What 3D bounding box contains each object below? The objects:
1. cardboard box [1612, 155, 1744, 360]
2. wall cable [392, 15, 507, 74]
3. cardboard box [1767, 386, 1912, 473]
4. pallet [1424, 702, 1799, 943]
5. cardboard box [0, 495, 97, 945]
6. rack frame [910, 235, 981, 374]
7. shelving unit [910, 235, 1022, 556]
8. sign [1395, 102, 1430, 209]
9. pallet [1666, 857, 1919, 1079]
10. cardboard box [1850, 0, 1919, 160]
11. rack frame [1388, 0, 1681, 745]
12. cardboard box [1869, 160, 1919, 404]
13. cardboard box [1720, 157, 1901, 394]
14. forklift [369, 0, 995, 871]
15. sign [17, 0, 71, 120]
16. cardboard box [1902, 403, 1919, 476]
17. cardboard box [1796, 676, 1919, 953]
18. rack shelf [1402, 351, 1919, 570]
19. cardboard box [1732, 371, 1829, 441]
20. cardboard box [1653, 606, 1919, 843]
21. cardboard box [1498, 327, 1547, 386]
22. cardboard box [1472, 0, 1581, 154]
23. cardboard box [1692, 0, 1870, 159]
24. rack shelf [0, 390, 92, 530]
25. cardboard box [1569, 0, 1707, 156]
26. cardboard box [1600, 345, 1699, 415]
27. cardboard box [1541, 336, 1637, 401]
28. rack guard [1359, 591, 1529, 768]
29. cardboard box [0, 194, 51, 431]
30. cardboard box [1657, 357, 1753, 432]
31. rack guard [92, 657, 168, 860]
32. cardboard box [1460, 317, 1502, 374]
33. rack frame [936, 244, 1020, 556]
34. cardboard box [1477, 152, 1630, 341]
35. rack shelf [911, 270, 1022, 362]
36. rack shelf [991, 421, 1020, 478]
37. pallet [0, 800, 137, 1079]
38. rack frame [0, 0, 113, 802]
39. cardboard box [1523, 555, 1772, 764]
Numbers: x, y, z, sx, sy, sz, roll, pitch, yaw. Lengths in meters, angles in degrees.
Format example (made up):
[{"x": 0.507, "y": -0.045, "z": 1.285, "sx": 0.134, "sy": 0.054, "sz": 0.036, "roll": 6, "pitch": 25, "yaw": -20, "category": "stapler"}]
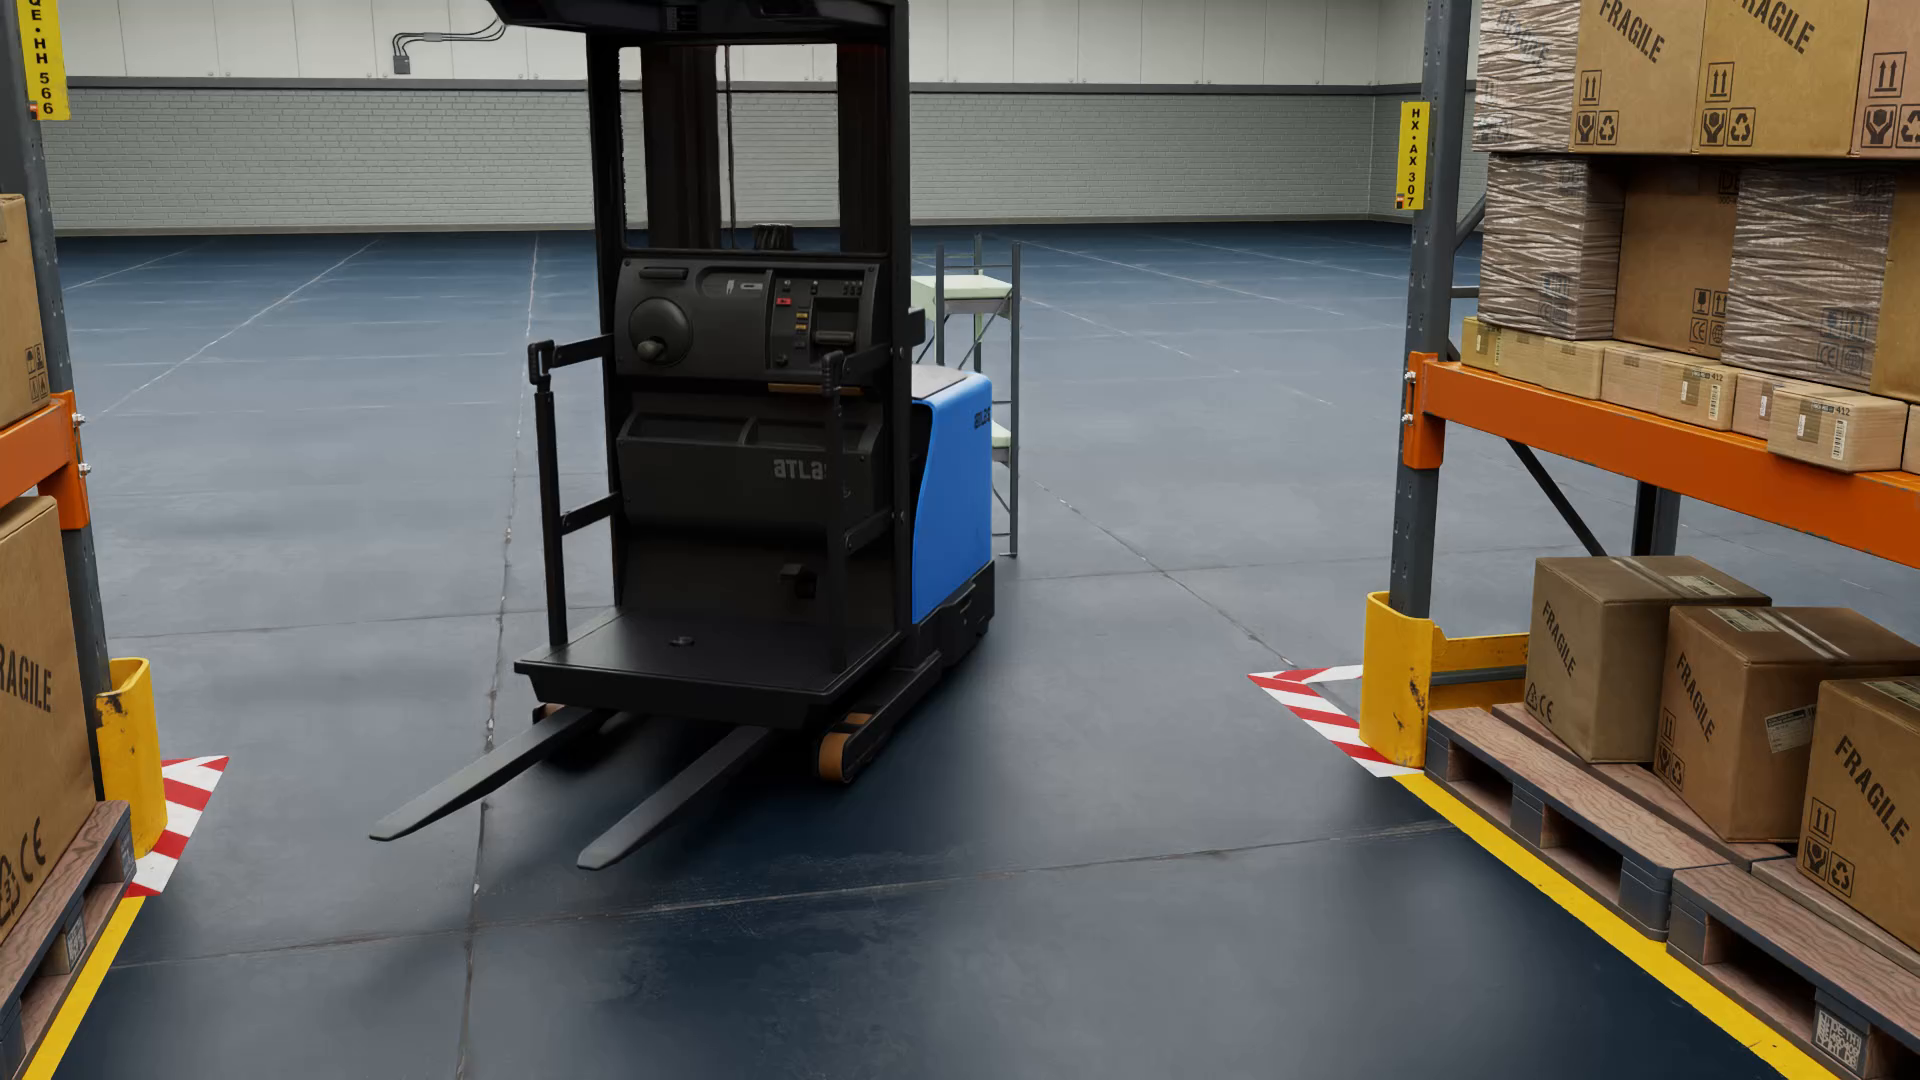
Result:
[{"x": 2.274, "y": -0.760, "z": 4.378, "sx": 0.875, "sy": 0.500, "sz": 0.500, "roll": -3, "pitch": 14, "yaw": -13, "category": "cardboard box"}, {"x": -10.453, "y": -12.529, "z": 33.583, "sx": 2.305, "sy": 6.003, "sz": 0.169, "roll": -3, "pitch": 14, "yaw": -13, "category": "wall cable"}, {"x": 2.031, "y": -0.251, "z": 3.664, "sx": 0.380, "sy": 0.149, "sz": 0.250, "roll": -3, "pitch": 14, "yaw": -13, "category": "cardboard box"}, {"x": 2.112, "y": 0.758, "z": 4.880, "sx": 1.003, "sy": 0.211, "sz": 1.213, "roll": -3, "pitch": 14, "yaw": -13, "category": "pallet"}, {"x": -2.684, "y": 0.430, "z": 3.937, "sx": 0.875, "sy": 0.875, "sz": 0.875, "roll": -3, "pitch": 14, "yaw": -13, "category": "cardboard box"}, {"x": -0.088, "y": -0.815, "z": 8.601, "sx": 0.400, "sy": 1.500, "sz": 0.023, "roll": -3, "pitch": 14, "yaw": -13, "category": "rack frame"}, {"x": -0.002, "y": -0.730, "z": 8.255, "sx": 0.431, "sy": 1.500, "sz": 0.755, "roll": -3, "pitch": 14, "yaw": -13, "category": "shelving unit"}, {"x": 1.410, "y": -1.194, "z": 5.169, "sx": 0.100, "sy": 0.325, "sz": 0.005, "roll": -3, "pitch": 14, "yaw": -13, "category": "sign"}, {"x": 2.395, "y": 1.039, "z": 3.730, "sx": 1.003, "sy": 0.211, "sz": 1.213, "roll": -3, "pitch": 14, "yaw": -13, "category": "pallet"}, {"x": 2.154, "y": -0.994, "z": 3.232, "sx": 0.500, "sy": 0.500, "sz": 0.500, "roll": -3, "pitch": 14, "yaw": -13, "category": "cardboard box"}, {"x": 1.937, "y": -0.804, "z": 5.396, "sx": 1.000, "sy": 3.000, "sz": 0.127, "roll": -3, "pitch": 14, "yaw": -13, "category": "rack frame"}, {"x": 2.455, "y": -0.526, "z": 3.422, "sx": 0.875, "sy": 0.500, "sz": 0.500, "roll": -3, "pitch": 14, "yaw": -13, "category": "cardboard box"}, {"x": 2.349, "y": -0.642, "z": 3.897, "sx": 0.875, "sy": 0.500, "sz": 0.500, "roll": -3, "pitch": 14, "yaw": -13, "category": "cardboard box"}, {"x": -0.777, "y": -0.755, "z": 5.343, "sx": 1.130, "sy": 2.935, "sz": 3.031, "roll": 4, "pitch": 14, "yaw": 17, "category": "forklift"}, {"x": -2.377, "y": -1.255, "z": 4.305, "sx": 0.100, "sy": 0.325, "sz": 0.005, "roll": -3, "pitch": 14, "yaw": -13, "category": "sign"}, {"x": 2.218, "y": -0.201, "z": 3.458, "sx": 0.380, "sy": 0.149, "sz": 0.250, "roll": -3, "pitch": 14, "yaw": -13, "category": "cardboard box"}, {"x": 2.370, "y": 0.633, "z": 3.897, "sx": 0.500, "sy": 0.500, "sz": 0.500, "roll": -2, "pitch": 14, "yaw": -8, "category": "cardboard box"}, {"x": 2.407, "y": 0.007, "z": 3.593, "sx": 1.077, "sy": 0.370, "sz": 4.000, "roll": -3, "pitch": 14, "yaw": -13, "category": "rack shelf"}, {"x": 2.073, "y": -0.315, "z": 3.924, "sx": 0.380, "sy": 0.149, "sz": 0.250, "roll": -3, "pitch": 14, "yaw": -13, "category": "cardboard box"}, {"x": 2.241, "y": 0.488, "z": 4.493, "sx": 0.500, "sy": 0.500, "sz": 0.500, "roll": 0, "pitch": 14, "yaw": 2, "category": "cardboard box"}, {"x": 1.813, "y": -0.544, "z": 4.862, "sx": 0.380, "sy": 0.149, "sz": 0.250, "roll": -3, "pitch": 14, "yaw": -13, "category": "cardboard box"}, {"x": 1.802, "y": -1.340, "z": 4.649, "sx": 0.500, "sy": 0.500, "sz": 0.500, "roll": -3, "pitch": 14, "yaw": -13, "category": "cardboard box"}, {"x": 2.031, "y": -1.109, "z": 3.703, "sx": 0.500, "sy": 0.500, "sz": 0.500, "roll": -3, "pitch": 14, "yaw": -13, "category": "cardboard box"}, {"x": -2.438, "y": 0.260, "z": 2.557, "sx": 1.077, "sy": 0.370, "sz": 4.000, "roll": -3, "pitch": 14, "yaw": -13, "category": "rack shelf"}, {"x": 1.912, "y": -1.225, "z": 4.175, "sx": 0.500, "sy": 0.500, "sz": 0.500, "roll": -3, "pitch": 14, "yaw": -13, "category": "cardboard box"}, {"x": 1.936, "y": -0.429, "z": 4.391, "sx": 0.380, "sy": 0.149, "sz": 0.250, "roll": -3, "pitch": 14, "yaw": -13, "category": "cardboard box"}, {"x": 1.857, "y": -0.485, "z": 4.622, "sx": 0.380, "sy": 0.149, "sz": 0.250, "roll": -3, "pitch": 14, "yaw": -13, "category": "cardboard box"}, {"x": 1.955, "y": 0.428, "z": 5.621, "sx": 1.175, "sy": 0.500, "sz": 0.348, "roll": -3, "pitch": 14, "yaw": -13, "category": "rack guard"}, {"x": -2.776, "y": -0.540, "z": 4.002, "sx": 0.875, "sy": 0.550, "sz": 0.550, "roll": -3, "pitch": 14, "yaw": -13, "category": "cardboard box"}, {"x": 1.987, "y": -0.371, "z": 4.153, "sx": 0.380, "sy": 0.149, "sz": 0.250, "roll": -3, "pitch": 14, "yaw": -13, "category": "cardboard box"}, {"x": -2.913, "y": 0.658, "z": 4.679, "sx": 1.175, "sy": 0.500, "sz": 0.348, "roll": -3, "pitch": 14, "yaw": -13, "category": "rack guard"}, {"x": 1.773, "y": -0.603, "z": 5.102, "sx": 0.380, "sy": 0.149, "sz": 0.250, "roll": -3, "pitch": 14, "yaw": -13, "category": "cardboard box"}, {"x": 0.084, "y": -0.646, "z": 7.910, "sx": 0.400, "sy": 1.500, "sz": 0.023, "roll": -3, "pitch": 14, "yaw": -13, "category": "rack frame"}, {"x": 2.040, "y": -0.868, "z": 4.823, "sx": 0.875, "sy": 0.500, "sz": 0.500, "roll": -3, "pitch": 14, "yaw": -13, "category": "cardboard box"}, {"x": -0.002, "y": -1.109, "z": 8.163, "sx": 0.431, "sy": 0.370, "sz": 0.720, "roll": -3, "pitch": 14, "yaw": -13, "category": "rack shelf"}, {"x": -0.002, "y": -0.413, "z": 8.333, "sx": 0.431, "sy": 0.370, "sz": 0.720, "roll": -3, "pitch": 14, "yaw": -13, "category": "rack shelf"}, {"x": -2.644, "y": 0.984, "z": 3.954, "sx": 1.003, "sy": 0.211, "sz": 1.213, "roll": -3, "pitch": 14, "yaw": -13, "category": "pallet"}, {"x": -2.908, "y": -0.550, "z": 4.360, "sx": 1.000, "sy": 3.000, "sz": 0.127, "roll": -3, "pitch": 14, "yaw": -13, "category": "rack frame"}, {"x": 2.068, "y": 0.352, "z": 5.049, "sx": 0.500, "sy": 0.500, "sz": 0.500, "roll": -1, "pitch": 14, "yaw": -3, "category": "cardboard box"}]
